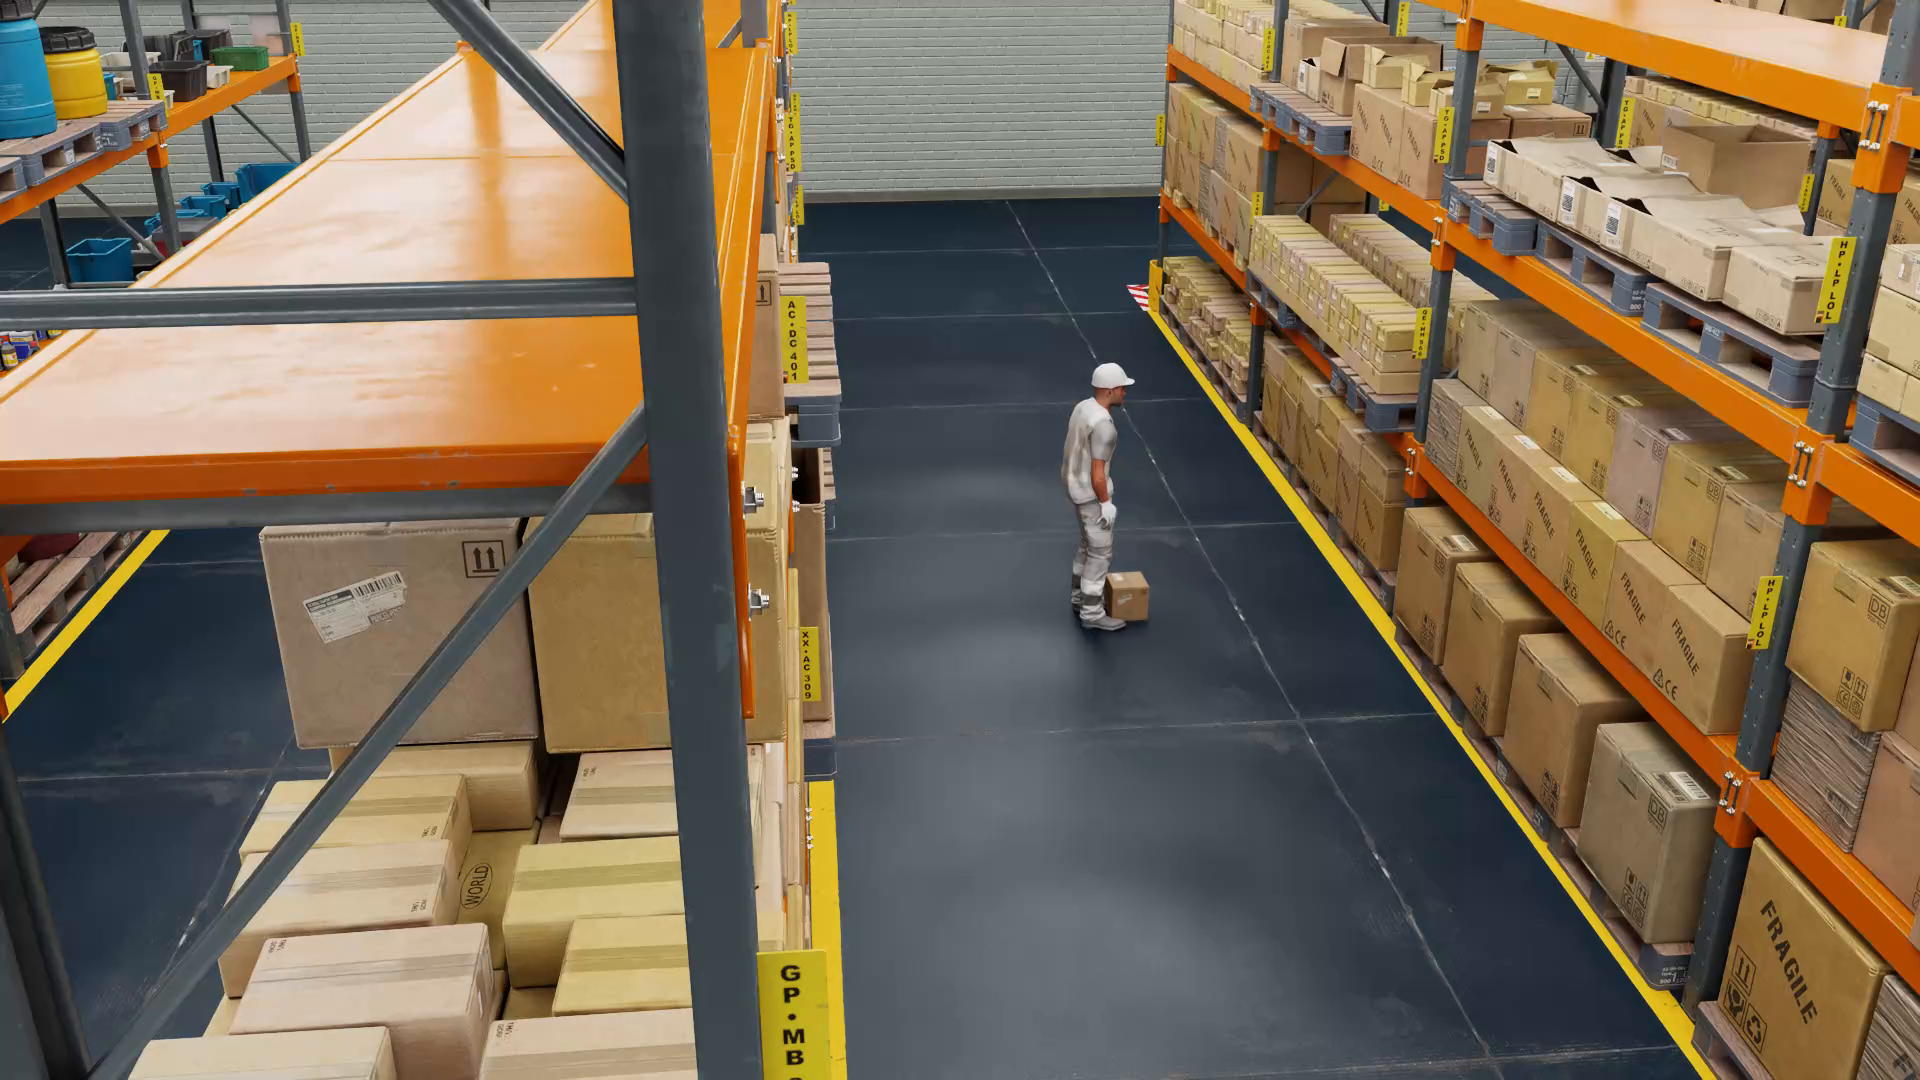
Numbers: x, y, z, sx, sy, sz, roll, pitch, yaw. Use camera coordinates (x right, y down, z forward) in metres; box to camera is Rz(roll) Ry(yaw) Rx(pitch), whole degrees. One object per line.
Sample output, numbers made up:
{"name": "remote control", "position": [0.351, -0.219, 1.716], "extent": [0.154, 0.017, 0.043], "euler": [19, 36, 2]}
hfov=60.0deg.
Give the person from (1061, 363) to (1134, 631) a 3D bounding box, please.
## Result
{"name": "person", "position": [0.908, -0.302, 11.008], "extent": [0.453, 1.777, 0.608], "euler": [-3, 24, -8]}
